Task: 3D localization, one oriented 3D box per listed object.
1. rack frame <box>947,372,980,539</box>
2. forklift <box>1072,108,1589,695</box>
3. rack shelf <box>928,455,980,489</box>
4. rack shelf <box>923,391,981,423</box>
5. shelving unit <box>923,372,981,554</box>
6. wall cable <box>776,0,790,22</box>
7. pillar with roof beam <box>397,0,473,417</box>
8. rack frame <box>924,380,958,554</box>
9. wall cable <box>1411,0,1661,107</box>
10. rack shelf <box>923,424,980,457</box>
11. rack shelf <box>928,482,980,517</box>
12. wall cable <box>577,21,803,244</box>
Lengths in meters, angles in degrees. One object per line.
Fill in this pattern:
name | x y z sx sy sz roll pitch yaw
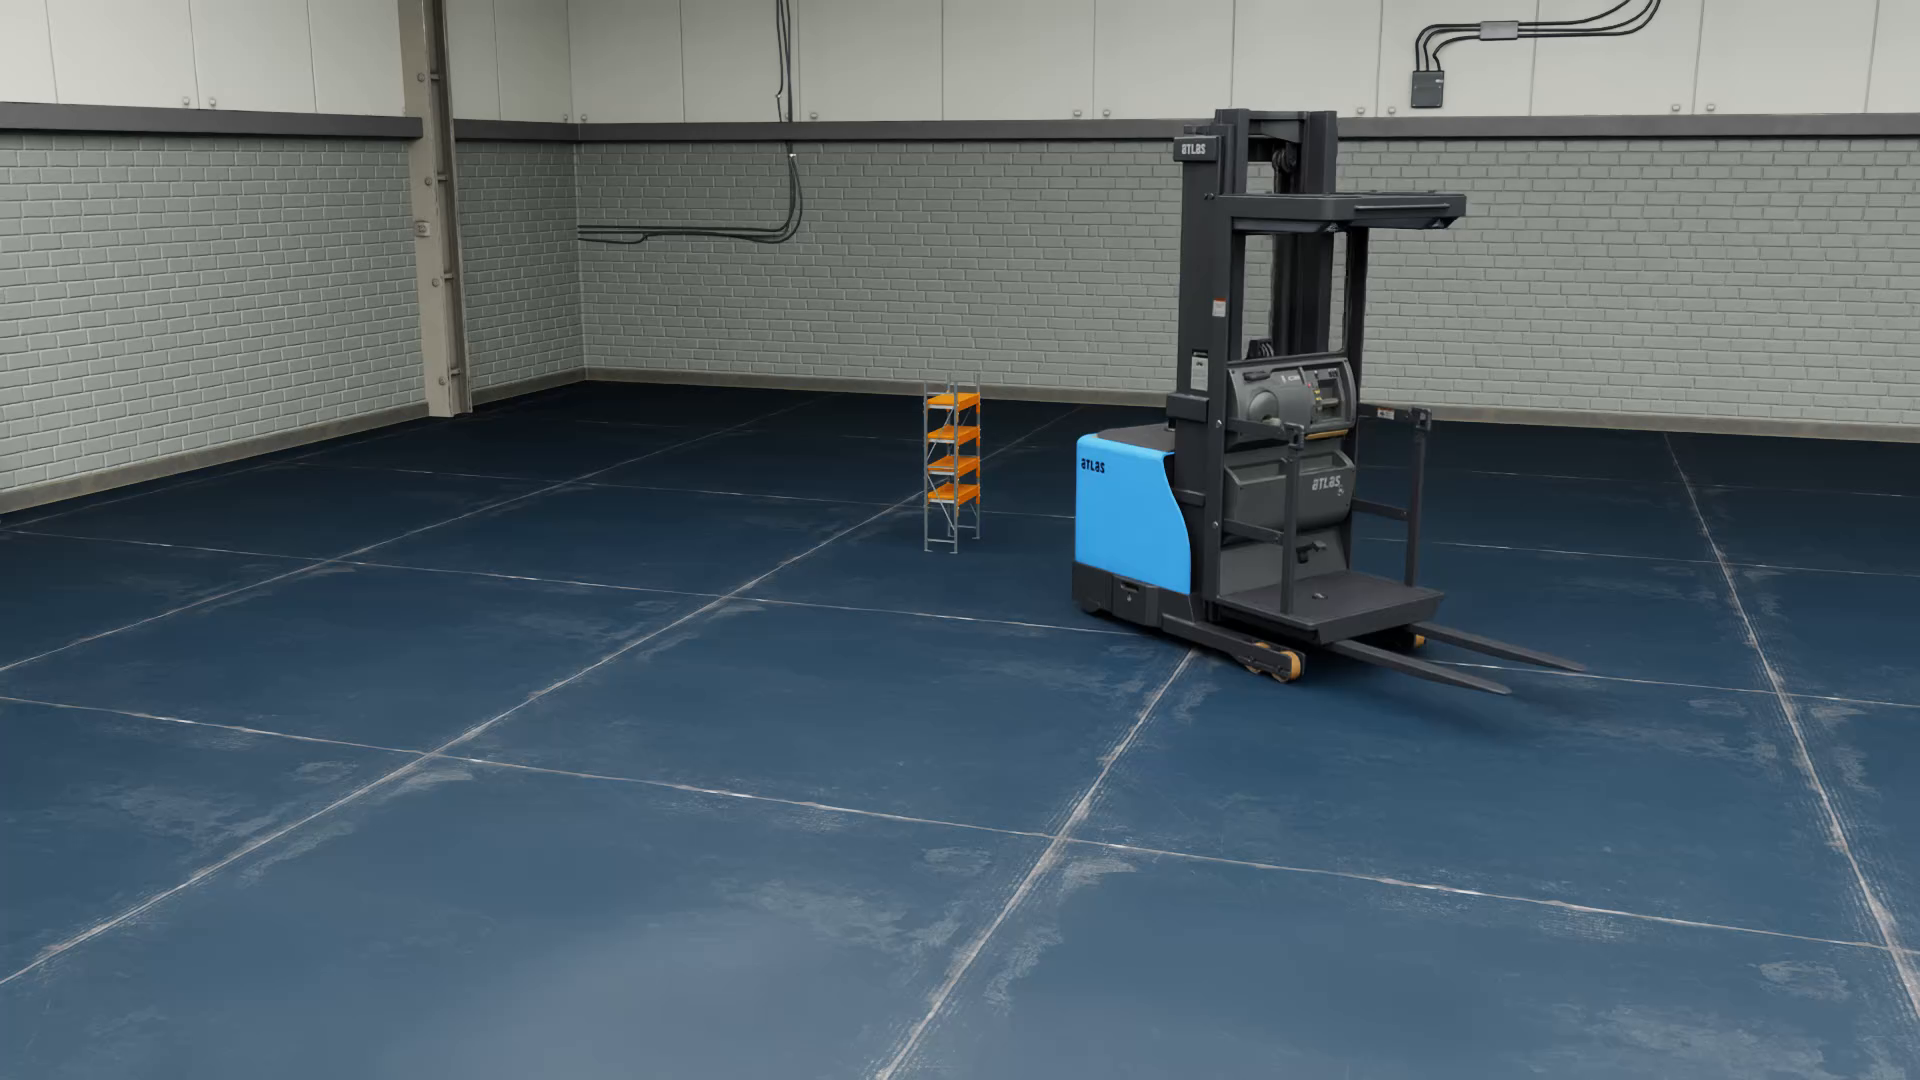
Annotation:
rack frame | 0.025 -0.601 11.927 0.240 1.200 0.015 4 14 18
forklift | 1.949 -0.805 8.929 1.130 2.935 3.031 -9 16 -35
rack shelf | -0.054 -0.485 11.717 0.258 0.148 0.480 4 14 18
rack shelf | -0.054 -0.933 11.614 0.258 0.148 0.480 4 14 18
shelving unit | -0.054 -0.550 11.702 0.258 1.200 0.503 4 14 18
wall cable | -0.744 -7.028 18.186 3.097 2.526 0.112 4 14 18
pillar with roof beam | -1.435 -5.440 15.598 9.100 9.000 0.400 4 14 18
rack frame | -0.133 -0.499 11.477 0.240 1.200 0.015 4 14 18
wall cable | 5.674 -7.246 15.868 2.305 6.003 0.169 4 14 18
rack shelf | -0.054 -0.703 11.667 0.258 0.148 0.480 4 14 18
rack shelf | -0.054 -0.291 11.761 0.258 0.148 0.480 4 14 18
wall cable | -3.304 -4.761 19.602 3.097 2.526 0.112 4 14 18
